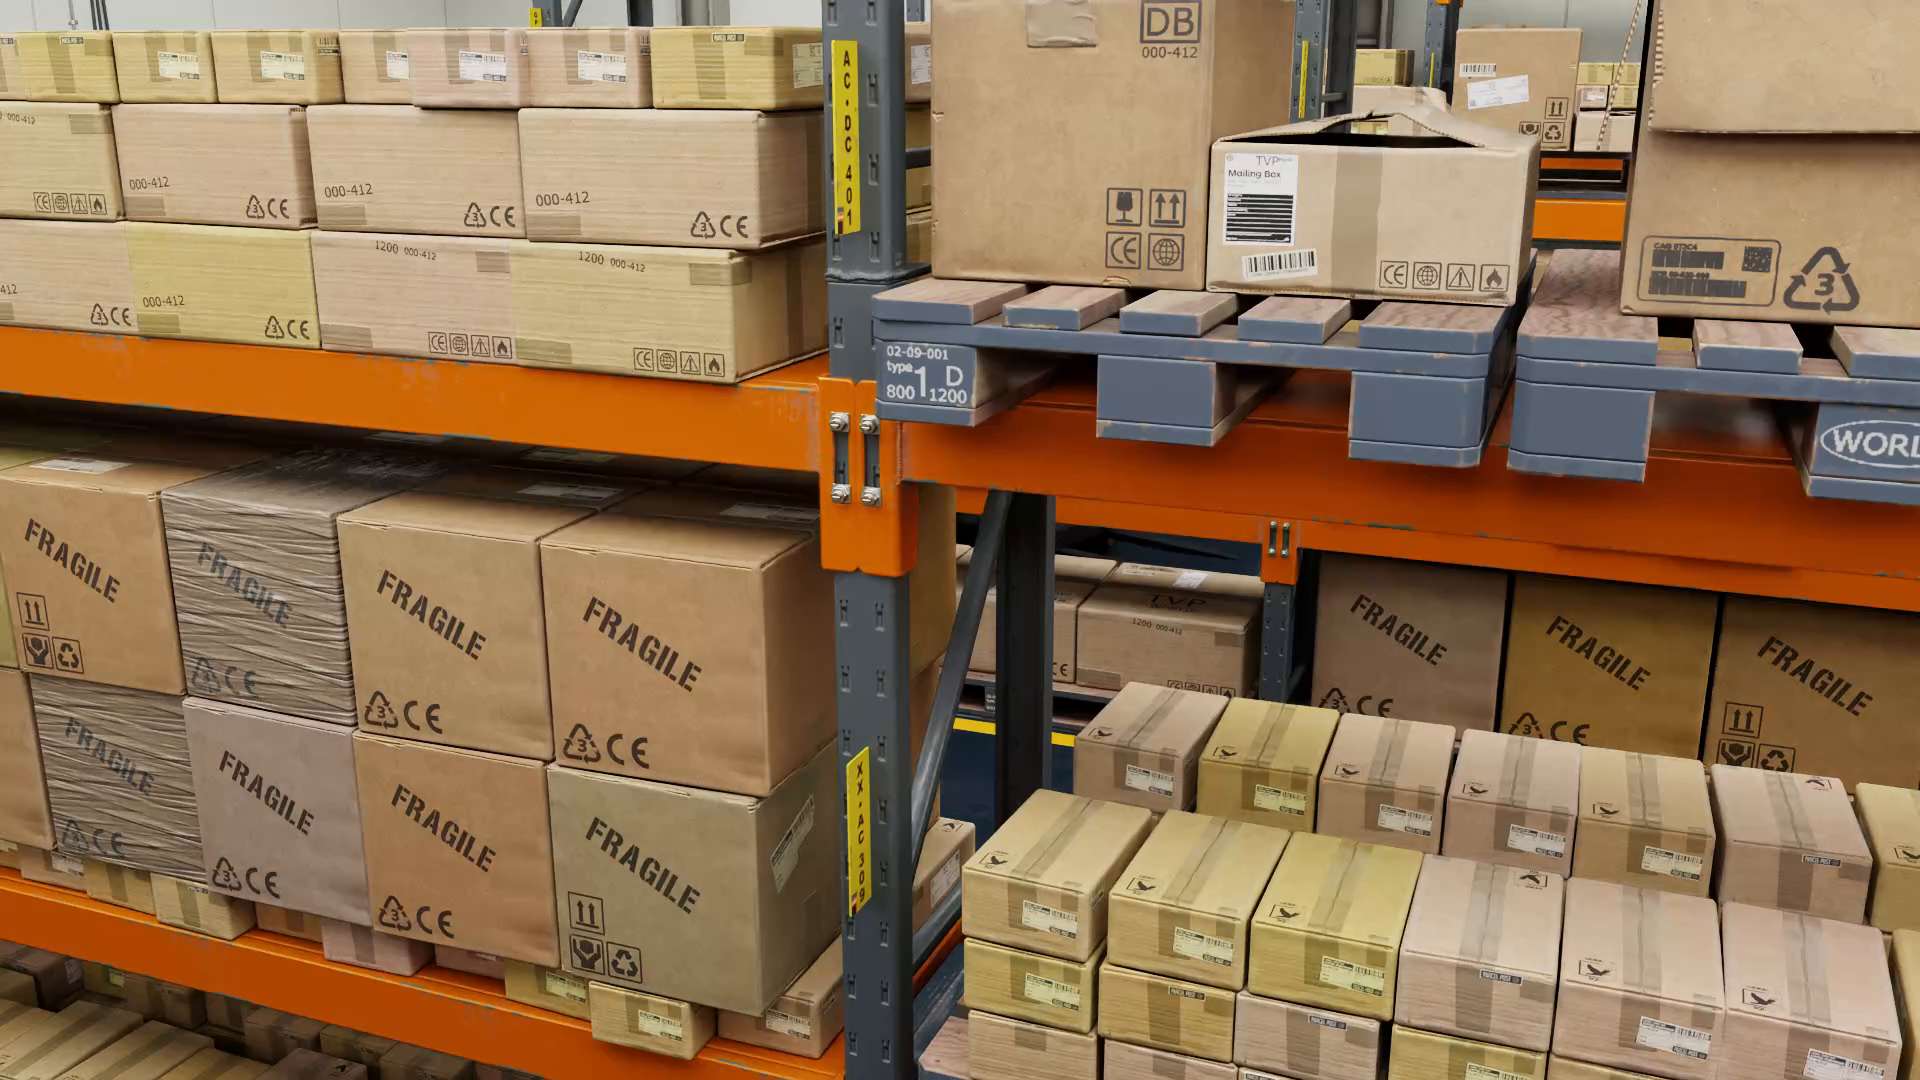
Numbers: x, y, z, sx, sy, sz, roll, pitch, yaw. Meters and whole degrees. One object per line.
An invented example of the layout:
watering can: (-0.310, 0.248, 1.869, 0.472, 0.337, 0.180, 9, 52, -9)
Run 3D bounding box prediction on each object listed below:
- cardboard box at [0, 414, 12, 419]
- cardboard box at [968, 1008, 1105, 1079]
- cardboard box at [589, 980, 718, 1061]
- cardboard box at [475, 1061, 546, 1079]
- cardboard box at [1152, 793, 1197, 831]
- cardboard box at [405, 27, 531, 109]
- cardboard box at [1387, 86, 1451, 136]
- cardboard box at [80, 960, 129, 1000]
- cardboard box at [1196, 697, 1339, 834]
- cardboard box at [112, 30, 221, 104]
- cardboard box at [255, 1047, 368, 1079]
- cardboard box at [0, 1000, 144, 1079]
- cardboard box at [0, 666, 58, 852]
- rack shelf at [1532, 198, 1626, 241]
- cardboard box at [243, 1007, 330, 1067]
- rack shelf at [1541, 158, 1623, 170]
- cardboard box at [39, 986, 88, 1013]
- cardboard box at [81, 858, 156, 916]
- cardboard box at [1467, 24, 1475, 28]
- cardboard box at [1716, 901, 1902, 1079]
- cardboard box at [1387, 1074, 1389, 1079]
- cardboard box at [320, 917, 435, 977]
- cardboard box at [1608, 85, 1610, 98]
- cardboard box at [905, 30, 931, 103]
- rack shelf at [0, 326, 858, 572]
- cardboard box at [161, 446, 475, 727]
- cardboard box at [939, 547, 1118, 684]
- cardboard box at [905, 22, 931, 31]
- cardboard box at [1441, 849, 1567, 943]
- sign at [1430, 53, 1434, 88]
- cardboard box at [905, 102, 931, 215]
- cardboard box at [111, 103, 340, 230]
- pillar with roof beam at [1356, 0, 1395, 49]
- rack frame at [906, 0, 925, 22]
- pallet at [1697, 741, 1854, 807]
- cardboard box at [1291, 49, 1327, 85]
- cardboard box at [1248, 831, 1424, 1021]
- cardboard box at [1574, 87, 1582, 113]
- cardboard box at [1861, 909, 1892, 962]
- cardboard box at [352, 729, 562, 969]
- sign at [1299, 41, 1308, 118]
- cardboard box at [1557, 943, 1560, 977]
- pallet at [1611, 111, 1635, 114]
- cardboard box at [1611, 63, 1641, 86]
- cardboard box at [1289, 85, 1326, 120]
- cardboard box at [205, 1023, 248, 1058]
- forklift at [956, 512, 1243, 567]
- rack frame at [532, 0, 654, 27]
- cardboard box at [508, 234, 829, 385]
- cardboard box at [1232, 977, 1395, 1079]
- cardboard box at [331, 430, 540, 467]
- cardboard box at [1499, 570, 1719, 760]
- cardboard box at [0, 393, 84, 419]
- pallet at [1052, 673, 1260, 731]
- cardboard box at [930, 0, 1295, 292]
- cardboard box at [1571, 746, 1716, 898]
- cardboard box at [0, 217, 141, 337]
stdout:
cardboard box: (-2.934, -0.068, 4.522, 0.500, 0.500, 0.500, 7, 18, 22)
cardboard box: (0.193, 0.926, 3.302, 0.250, 0.149, 0.380, 5, 17, 18)
cardboard box: (-0.636, 1.001, 3.795, 0.250, 0.149, 0.380, 6, 17, 19)
cardboard box: (-1.195, 1.515, 4.867, 0.250, 0.149, 0.380, 7, 17, 22)
cardboard box: (0.438, 0.613, 3.846, 0.250, 0.149, 0.380, 7, 18, 22)
cardboard box: (-0.888, -0.952, 3.351, 0.250, 0.149, 0.380, 6, 17, 21)
cardboard box: (2.055, -1.883, 7.386, 0.258, 0.266, 0.396, 6, 17, 20)
cardboard box: (-2.640, 1.342, 5.463, 0.250, 0.149, 0.380, 6, 17, 19)
cardboard box: (0.691, 0.498, 3.708, 0.250, 0.149, 0.380, 6, 17, 19)
cardboard box: (-1.608, -1.040, 3.651, 0.250, 0.149, 0.380, 6, 17, 20)
cardboard box: (-1.862, 1.592, 4.603, 0.250, 0.149, 0.380, 6, 17, 21)
cardboard box: (-2.614, 1.521, 4.846, 0.250, 0.149, 0.380, 5, 17, 18)
cardboard box: (-2.451, 0.466, 4.474, 0.500, 0.500, 0.500, 7, 17, 21)
rack shelf: (3.578, -1.337, 7.310, 4.000, 0.370, 1.077, 6, 17, 21)
cardboard box: (-1.947, 1.454, 5.078, 0.250, 0.149, 0.380, 6, 17, 19)
rack shelf: (5.396, -2.625, 11.746, 4.000, 0.370, 1.077, 6, 17, 21)
cardboard box: (-2.906, 1.483, 5.511, 0.250, 0.149, 0.380, 6, 17, 19)
cardboard box: (-2.075, 0.823, 4.408, 0.250, 0.149, 0.380, 7, 18, 23)
cardboard box: (3.845, -3.633, 12.167, 0.258, 0.266, 0.396, 6, 17, 20)
cardboard box: (1.396, 0.772, 2.764, 0.250, 0.149, 0.380, 7, 18, 23)
cardboard box: (0.917, 1.005, 3.028, 0.250, 0.149, 0.380, 6, 17, 21)
cardboard box: (-1.357, 0.906, 4.124, 0.250, 0.149, 0.380, 5, 17, 18)
cardboard box: (4.599, -3.236, 12.079, 0.250, 0.149, 0.380, 6, 17, 19)
cardboard box: (-0.186, -1.045, 3.671, 0.250, 0.149, 0.380, 6, 17, 20)
rack shelf: (-1.865, -0.452, 4.262, 4.000, 0.370, 1.077, 6, 17, 21)
cardboard box: (-1.495, 0.091, 3.975, 0.500, 0.500, 0.500, 7, 18, 22)
cardboard box: (0.340, 0.398, 9.264, 0.875, 0.438, 0.875, 6, 17, 19)
cardboard box: (-0.183, -2.349, 8.393, 0.500, 0.500, 0.500, 7, 17, 22)
cardboard box: (1.169, 0.692, 3.572, 0.250, 0.149, 0.380, 6, 17, 19)
sign: (3.344, -3.282, 11.791, 0.005, 0.325, 0.100, 6, 17, 21)
cardboard box: (-0.364, -0.873, 3.792, 0.500, 0.250, 0.500, 7, 18, 22)
cardboard box: (-1.494, -0.851, 3.717, 0.500, 0.250, 0.500, 7, 18, 23)
pillar with roof beam: (1.639, -3.804, 9.137, 0.400, 9.000, 9.100, 6, 17, 21)
rack frame: (-0.186, -5.025, 13.342, 0.127, 3.000, 1.000, 6, 17, 21)
pallet: (3.602, 1.076, 8.089, 1.213, 0.211, 1.003, 6, 17, 21)
cardboard box: (2.502, -3.525, 12.394, 0.500, 0.250, 0.500, 6, 17, 20)
cardboard box: (0.692, 0.694, 3.033, 0.250, 0.149, 0.380, 6, 17, 21)
cardboard box: (2.615, -2.011, 7.746, 0.500, 0.311, 0.500, 6, 17, 21)
cardboard box: (1.889, 0.773, 3.294, 0.250, 0.149, 0.380, 7, 18, 23)
cardboard box: (-1.041, 0.627, 3.922, 0.500, 0.500, 0.500, 6, 17, 19)
sign: (1.515, -2.030, 7.335, 0.005, 0.325, 0.100, 6, 17, 21)
cardboard box: (1.404, 0.861, 3.526, 0.250, 0.149, 0.380, 5, 17, 18)
pallet: (5.082, -2.895, 11.721, 1.003, 0.211, 1.213, 6, 17, 21)
cardboard box: (4.656, -3.227, 11.512, 0.250, 0.149, 0.380, 7, 17, 21)
cardboard box: (2.507, -3.281, 12.450, 0.500, 0.250, 0.500, 6, 17, 19)
cardboard box: (-2.159, 1.545, 5.299, 0.250, 0.149, 0.380, 7, 17, 21)
forklift: (0.493, -1.279, 11.322, 3.031, 2.935, 1.130, 13, 21, 38)
rack frame: (-2.003, -3.737, 8.906, 0.127, 3.000, 1.000, 6, 17, 21)
cardboard box: (-0.560, -0.501, 3.409, 0.500, 0.250, 0.500, 7, 17, 22)
cardboard box: (0.675, 0.835, 3.080, 0.250, 0.149, 0.380, 7, 17, 22)
cardboard box: (-1.280, -0.042, 4.431, 0.500, 0.500, 0.500, 7, 17, 22)
cardboard box: (3.167, 0.505, 8.112, 0.875, 0.875, 0.875, 7, 18, 22)
cardboard box: (-2.737, -0.199, 4.972, 0.500, 0.500, 0.500, 6, 17, 19)
pallet: (1.039, 0.794, 9.060, 1.213, 0.211, 1.003, 6, 17, 21)
cardboard box: (0.308, -0.776, 3.153, 0.500, 0.500, 0.700, 6, 17, 21)
cardboard box: (1.402, 0.578, 3.433, 0.250, 0.149, 0.380, 6, 17, 19)
cardboard box: (-1.953, -0.658, 3.950, 0.500, 0.250, 0.500, 6, 17, 20)
